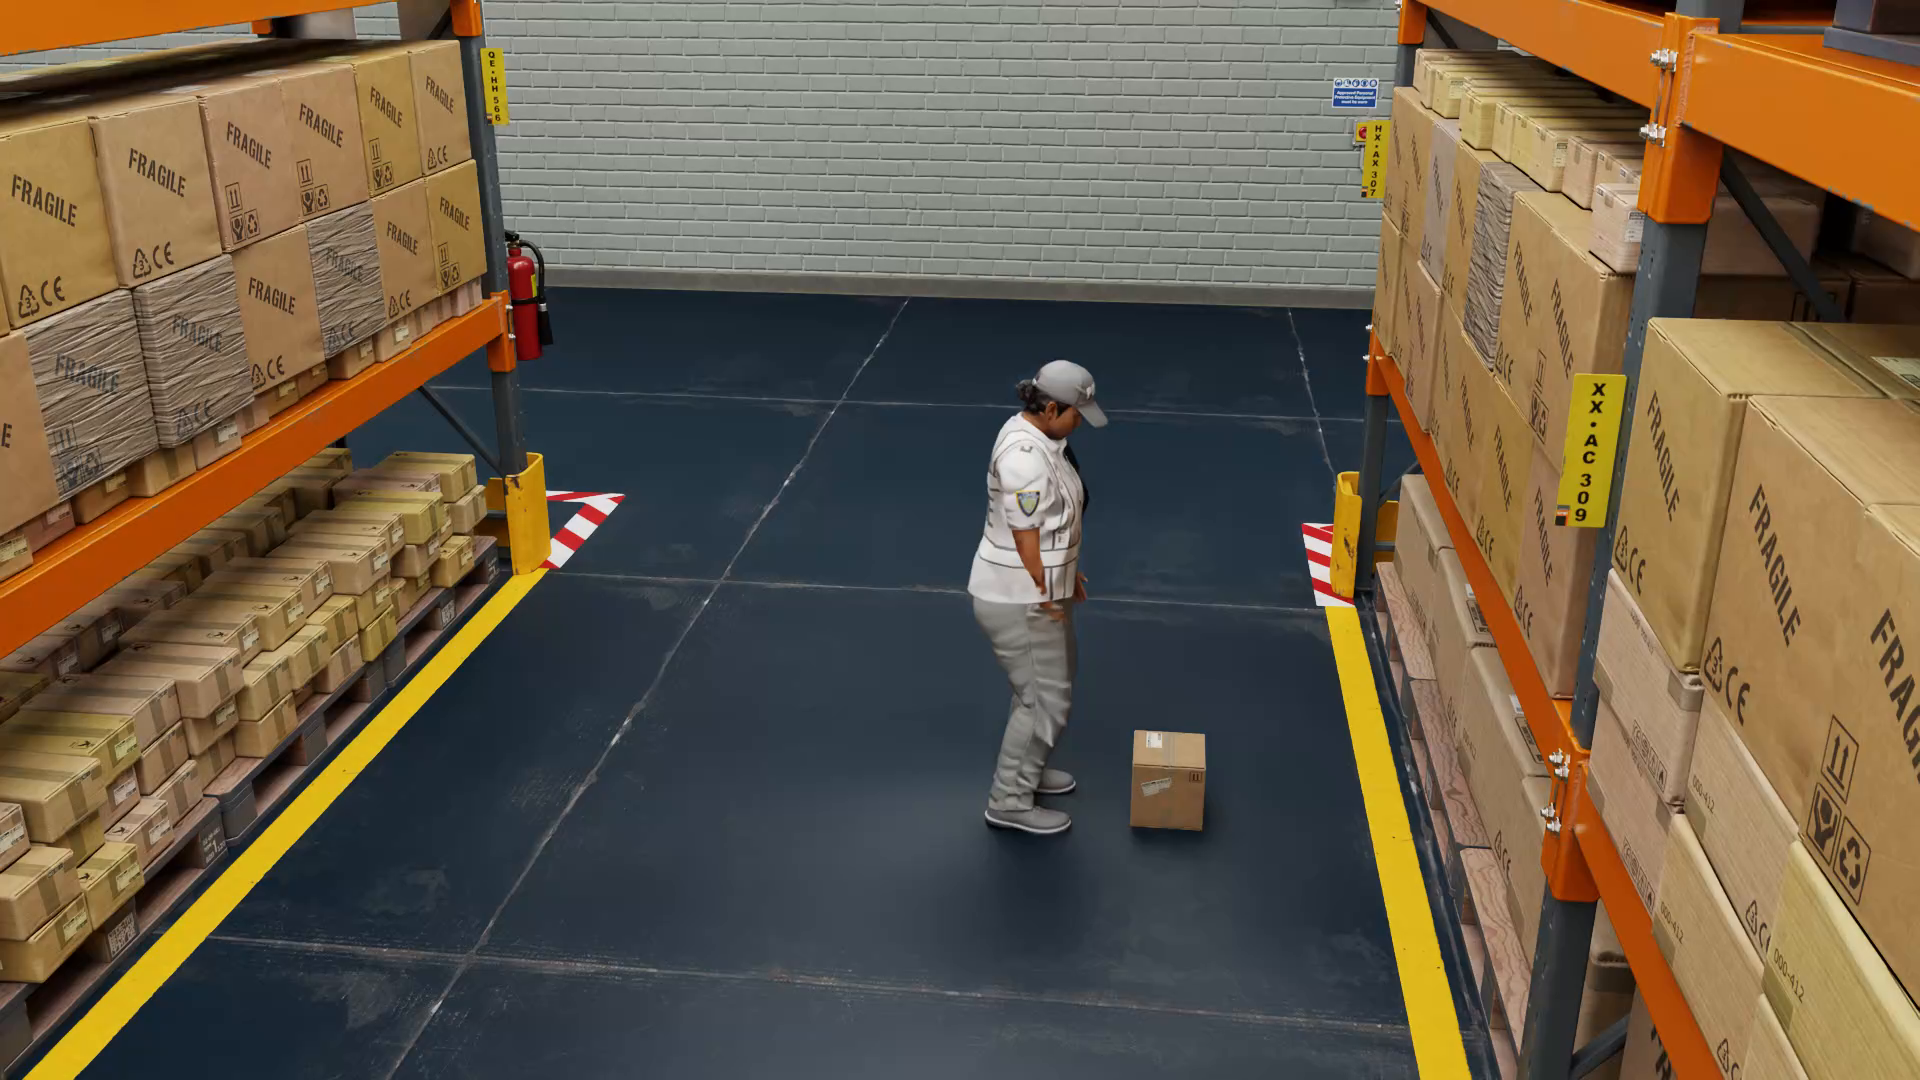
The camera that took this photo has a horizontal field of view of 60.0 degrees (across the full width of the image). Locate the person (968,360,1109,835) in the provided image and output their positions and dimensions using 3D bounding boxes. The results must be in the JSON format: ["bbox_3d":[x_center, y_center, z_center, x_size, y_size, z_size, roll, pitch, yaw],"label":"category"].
[{"bbox_3d":[0.260,0.180,5.680,0.452,1.633,0.489,3,22,8],"label":"person"}]
